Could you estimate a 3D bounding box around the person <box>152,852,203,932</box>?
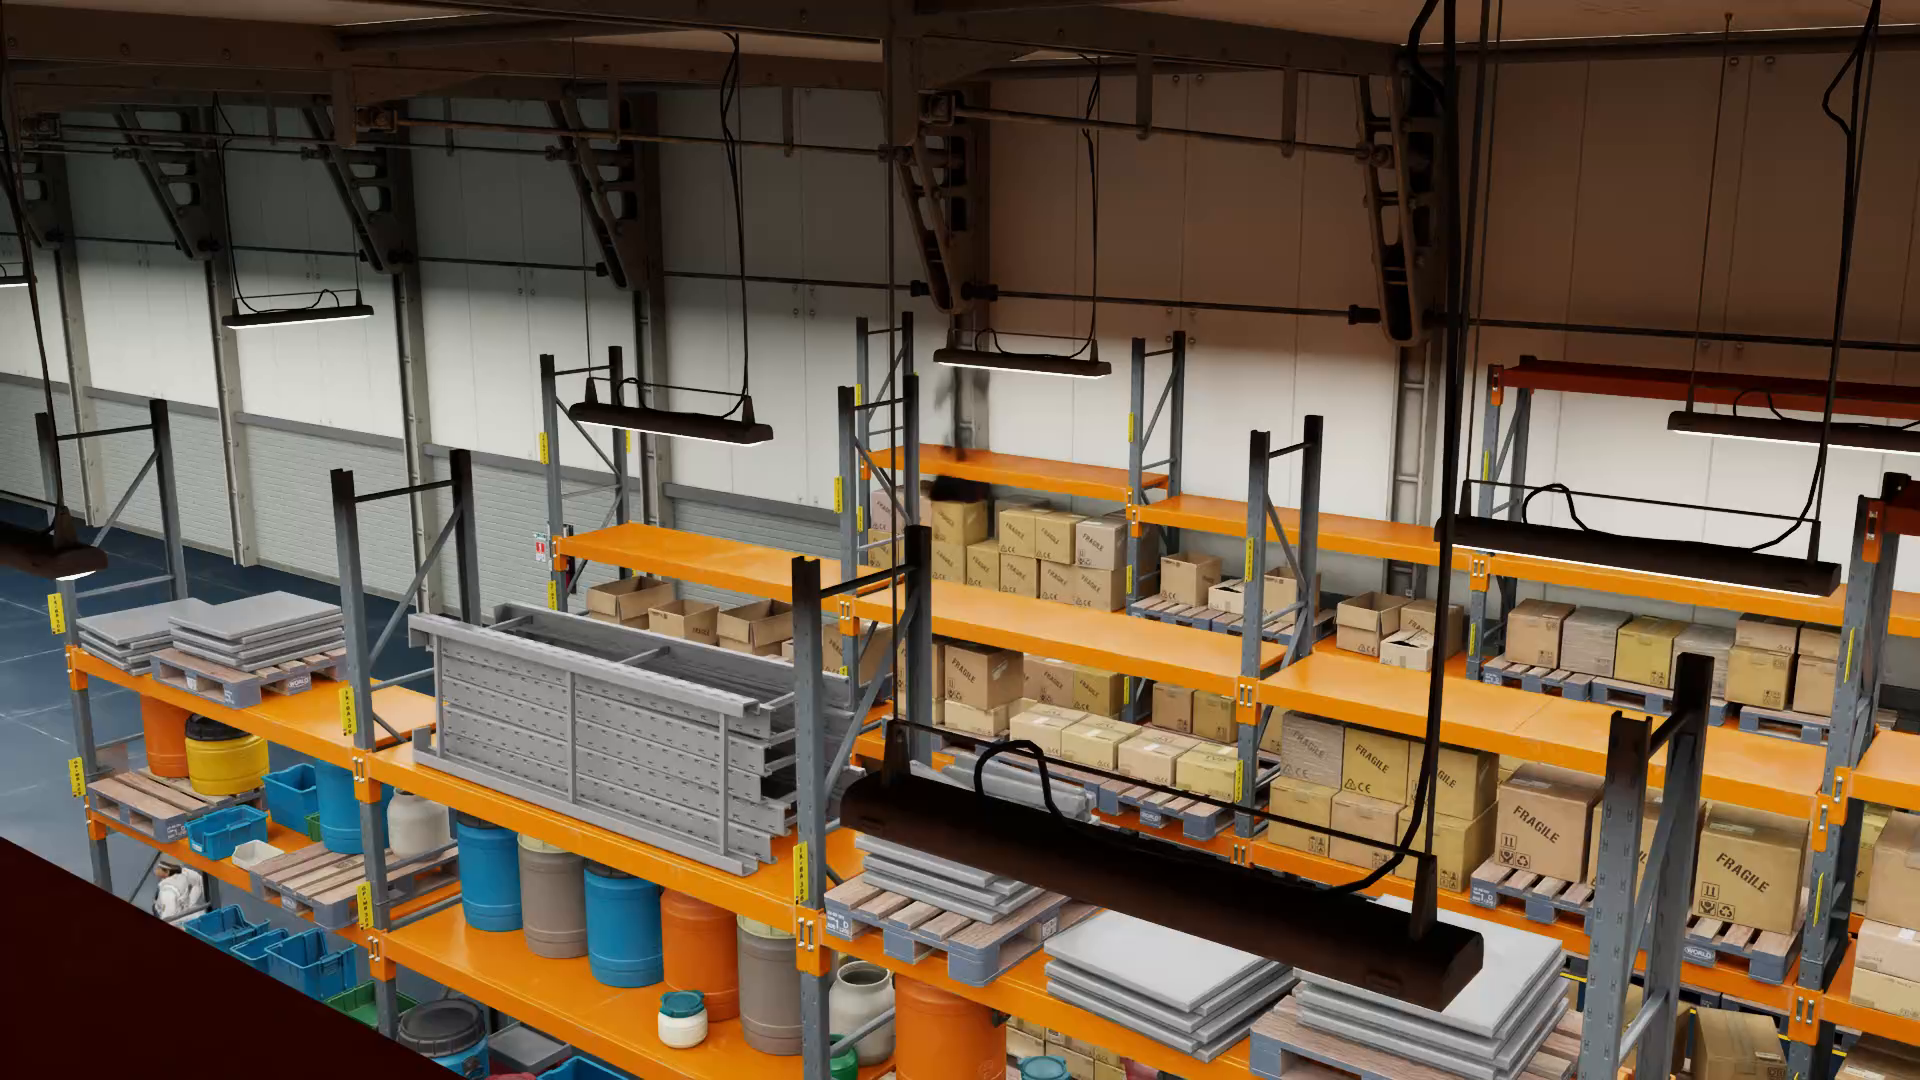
[{"bbox_3d":[-7.450,3.672,15.795,0.521,1.620,0.652,-3,13,-14],"label":"person"}]
